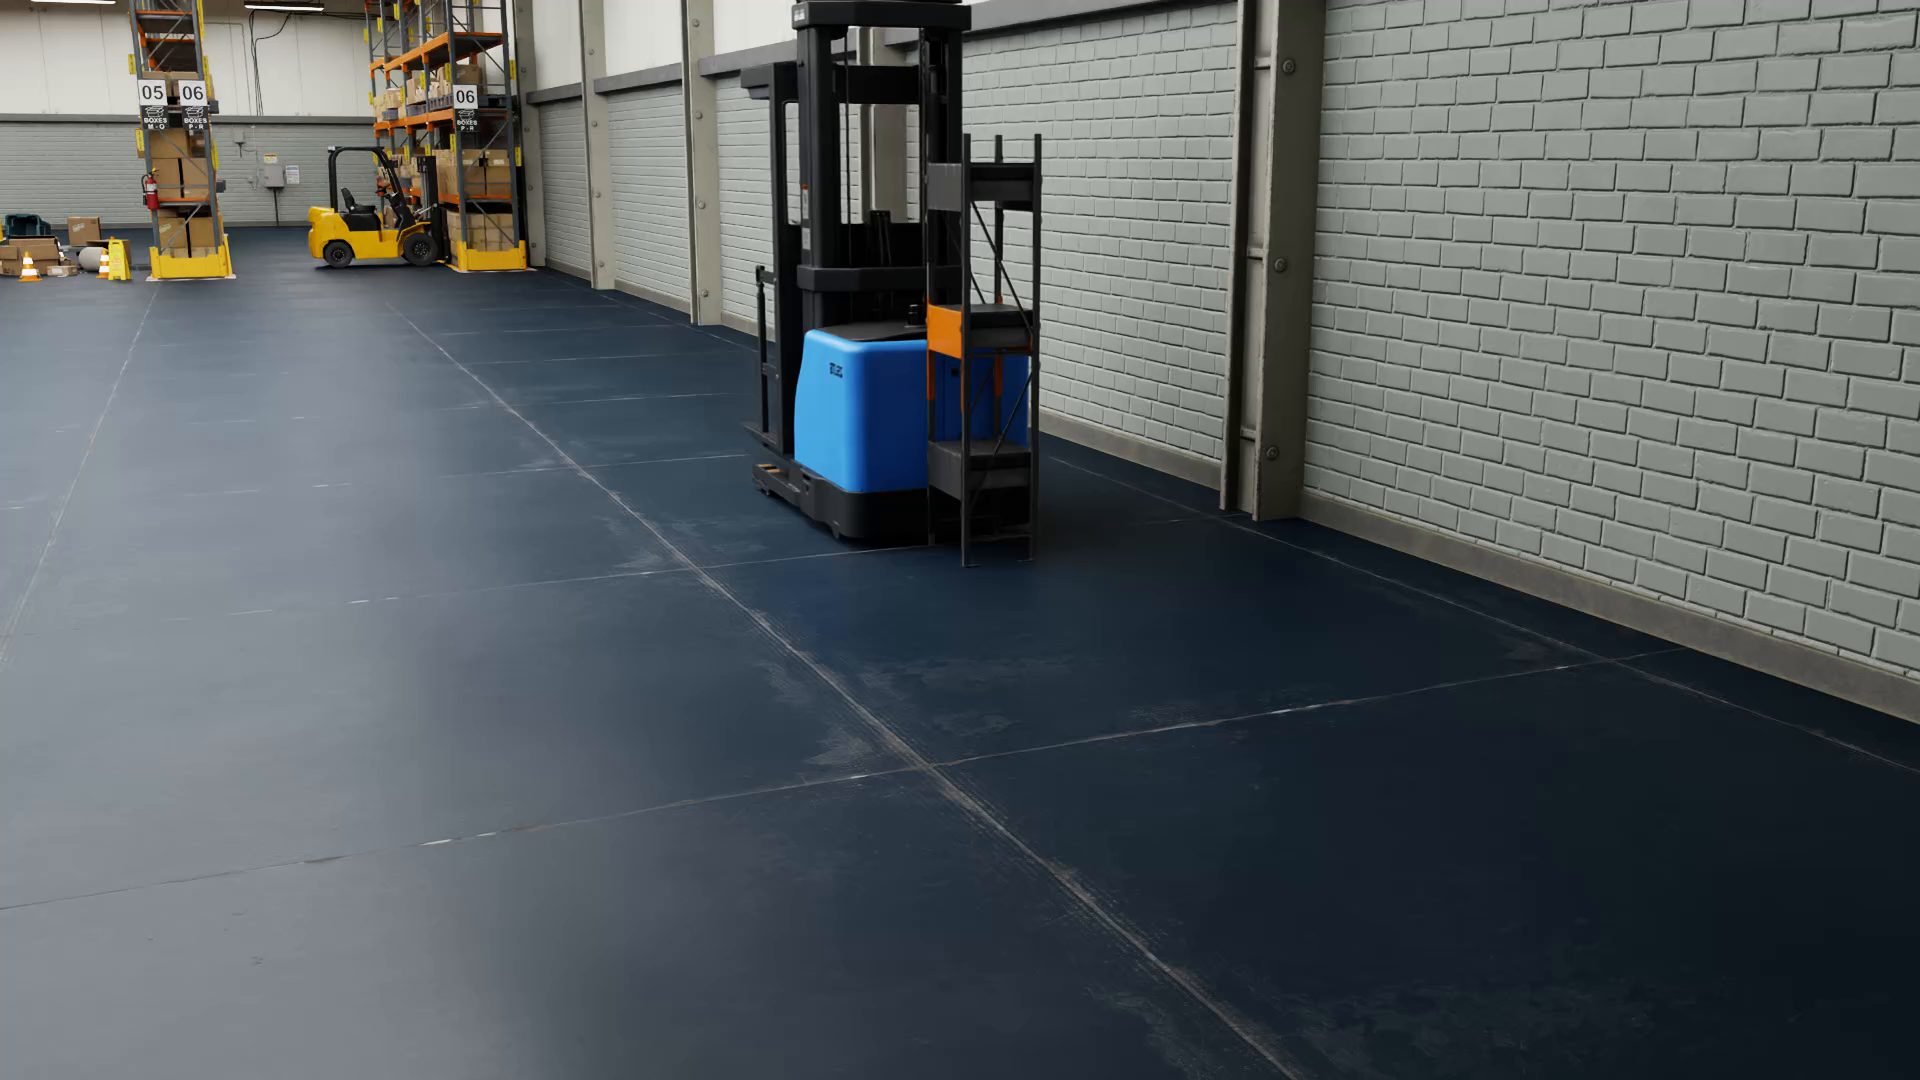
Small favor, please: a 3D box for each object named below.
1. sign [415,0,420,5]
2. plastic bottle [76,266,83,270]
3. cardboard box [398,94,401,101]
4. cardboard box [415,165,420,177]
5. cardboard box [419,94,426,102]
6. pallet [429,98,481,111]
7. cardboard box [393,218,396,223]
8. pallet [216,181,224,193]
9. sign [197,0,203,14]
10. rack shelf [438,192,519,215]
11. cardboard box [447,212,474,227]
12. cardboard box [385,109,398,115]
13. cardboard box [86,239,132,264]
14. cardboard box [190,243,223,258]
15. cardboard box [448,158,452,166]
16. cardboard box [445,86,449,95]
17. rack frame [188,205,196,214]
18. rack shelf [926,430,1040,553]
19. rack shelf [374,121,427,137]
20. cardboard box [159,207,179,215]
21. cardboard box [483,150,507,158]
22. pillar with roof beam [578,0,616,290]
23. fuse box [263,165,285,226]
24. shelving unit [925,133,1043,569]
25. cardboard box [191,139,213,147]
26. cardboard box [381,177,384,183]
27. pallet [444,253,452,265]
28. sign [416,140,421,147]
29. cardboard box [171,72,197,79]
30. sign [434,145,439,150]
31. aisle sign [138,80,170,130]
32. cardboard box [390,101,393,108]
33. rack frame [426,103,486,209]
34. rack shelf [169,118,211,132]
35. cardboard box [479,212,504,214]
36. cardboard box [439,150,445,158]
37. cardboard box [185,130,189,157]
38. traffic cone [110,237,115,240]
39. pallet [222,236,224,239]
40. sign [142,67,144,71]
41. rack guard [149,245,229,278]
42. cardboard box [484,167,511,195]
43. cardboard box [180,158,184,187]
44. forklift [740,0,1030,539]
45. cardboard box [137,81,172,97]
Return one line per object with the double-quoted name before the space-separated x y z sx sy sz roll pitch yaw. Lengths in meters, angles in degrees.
"sign" -10.527 -10.546 32.232 0.100 0.325 0.005 -6 14 -23
"plastic bottle" -15.783 -4.864 29.752 0.133 0.061 0.283 -3 13 -13
"cardboard box" -12.462 -9.995 37.541 0.380 0.149 0.250 -6 14 -24
"cardboard box" -11.290 -7.851 35.363 0.500 0.250 0.500 -6 14 -24
"cardboard box" -10.753 -8.973 33.739 0.380 0.149 0.250 -6 14 -23
"pallet" -9.669 -8.425 32.165 1.003 0.211 1.213 -6 14 -23
"cardboard box" -13.875 -7.869 41.348 0.396 0.266 0.258 -5 14 -21
"pallet" -14.754 -6.810 32.065 1.003 0.211 1.213 -6 14 -23
"sign" -15.690 -11.026 34.305 0.100 0.325 0.005 -6 14 -23
"rack shelf" -9.233 -6.417 31.541 1.077 0.370 4.000 -6 14 -23
"cardboard box" -9.324 -5.982 31.014 0.500 0.250 0.500 -5 14 -22
"cardboard box" -13.662 -10.444 40.364 0.500 0.250 0.500 -6 14 -23
"cardboard box" -15.399 -5.171 30.098 0.500 0.500 0.500 4 14 16
"cardboard box" -13.476 -5.180 29.765 0.500 0.250 0.500 -5 14 -19
"cardboard box" -9.244 -6.978 30.708 0.380 0.149 0.250 -6 14 -25
"cardboard box" -9.043 -8.091 29.927 0.380 0.149 0.250 -6 14 -25
"rack frame" -16.184 -7.558 34.875 1.000 3.000 0.127 -6 14 -23
"rack shelf" 0.112 -0.255 8.479 0.431 0.518 0.480 -5 14 -21
"rack shelf" -14.040 -10.358 41.914 1.077 0.370 4.000 -6 14 -23
"cardboard box" -13.949 -5.770 29.215 0.380 0.149 0.250 -5 14 -21
"cardboard box" -8.371 -6.953 29.939 0.380 0.149 0.250 -6 14 -24
"pillar with roof beam" -9.426 -7.874 22.935 9.100 9.000 0.400 -6 14 -23
"fuse box" -19.685 -9.906 47.876 0.539 1.711 0.414 -6 14 -23
"shelving unit" 0.112 -0.950 8.318 0.431 2.100 0.503 -5 14 -21
"cardboard box" -14.446 -7.575 31.697 0.380 0.149 0.250 -6 14 -23
"cardboard box" -14.961 -9.445 43.585 0.380 0.149 0.250 -6 14 -23
"pallet" -9.262 -5.402 31.742 1.003 0.211 1.213 -6 14 -23
"sign" -14.325 -10.424 43.989 0.100 0.325 0.005 -6 14 -23
"cardboard box" -12.934 -7.725 27.731 0.380 0.149 0.250 -6 14 -23
"sign" -12.732 -9.449 40.475 0.100 0.325 0.005 -6 14 -23
"aisle sign" -13.220 -7.133 27.272 0.394 0.787 0.004 -6 14 -23
"cardboard box" -12.979 -10.064 38.455 0.380 0.149 0.250 -5 14 -22
"rack frame" -10.035 -7.181 33.245 1.000 3.000 0.127 -6 14 -23
"rack shelf" -15.382 -8.256 32.833 1.077 0.370 4.000 -6 14 -23
"cardboard box" -8.655 -5.926 30.772 0.500 0.250 0.500 -6 14 -23
"cardboard box" -9.743 -7.387 31.813 0.380 0.149 0.250 -6 14 -24
"cardboard box" -13.579 -6.777 28.402 0.700 0.500 0.500 -5 14 -22
"traffic cone" -16.361 -5.626 32.151 0.336 0.463 0.334 -6 14 -23
"pallet" -16.915 -6.621 37.010 1.003 0.211 1.213 -6 14 -23
"sign" -15.088 -8.586 30.644 0.100 0.325 0.005 -6 14 -23
"rack guard" -13.009 -4.703 28.083 1.175 0.500 0.348 -6 14 -23
"cardboard box" -8.376 -6.531 30.213 0.500 0.500 0.500 -5 14 -21
"cardboard box" -14.028 -6.500 29.422 0.500 0.500 0.500 -5 14 -22
"forklift" -0.631 -1.720 9.803 1.130 2.935 3.031 -5 14 -21
"cardboard box" -13.431 -7.520 27.730 0.500 0.250 0.500 -6 14 -24
